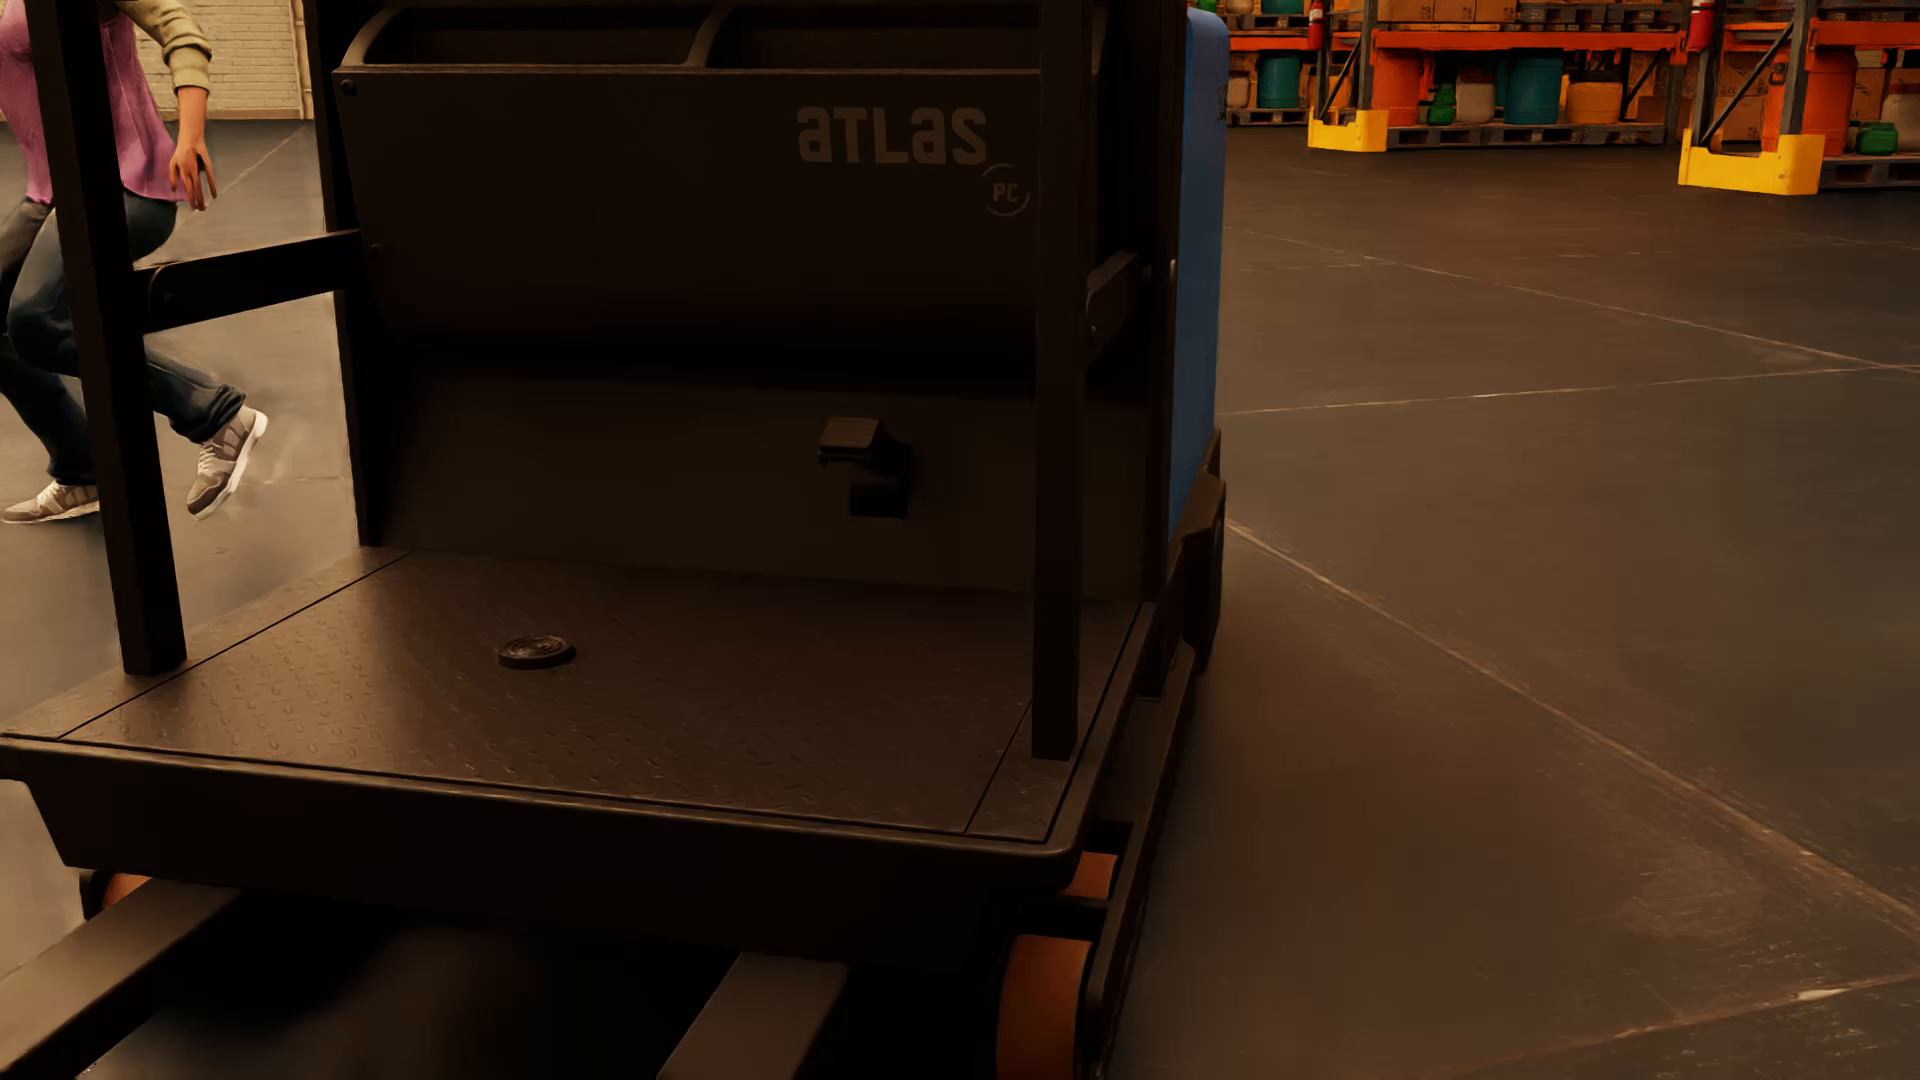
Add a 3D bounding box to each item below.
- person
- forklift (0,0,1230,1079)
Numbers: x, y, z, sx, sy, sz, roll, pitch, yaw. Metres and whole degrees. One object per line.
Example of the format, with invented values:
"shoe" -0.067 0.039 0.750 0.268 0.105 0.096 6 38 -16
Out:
"person" -1.869 -0.721 3.472 0.845 1.485 0.456 14 21 39
"forklift" -0.333 -0.963 1.637 1.130 2.935 3.031 4 17 12
